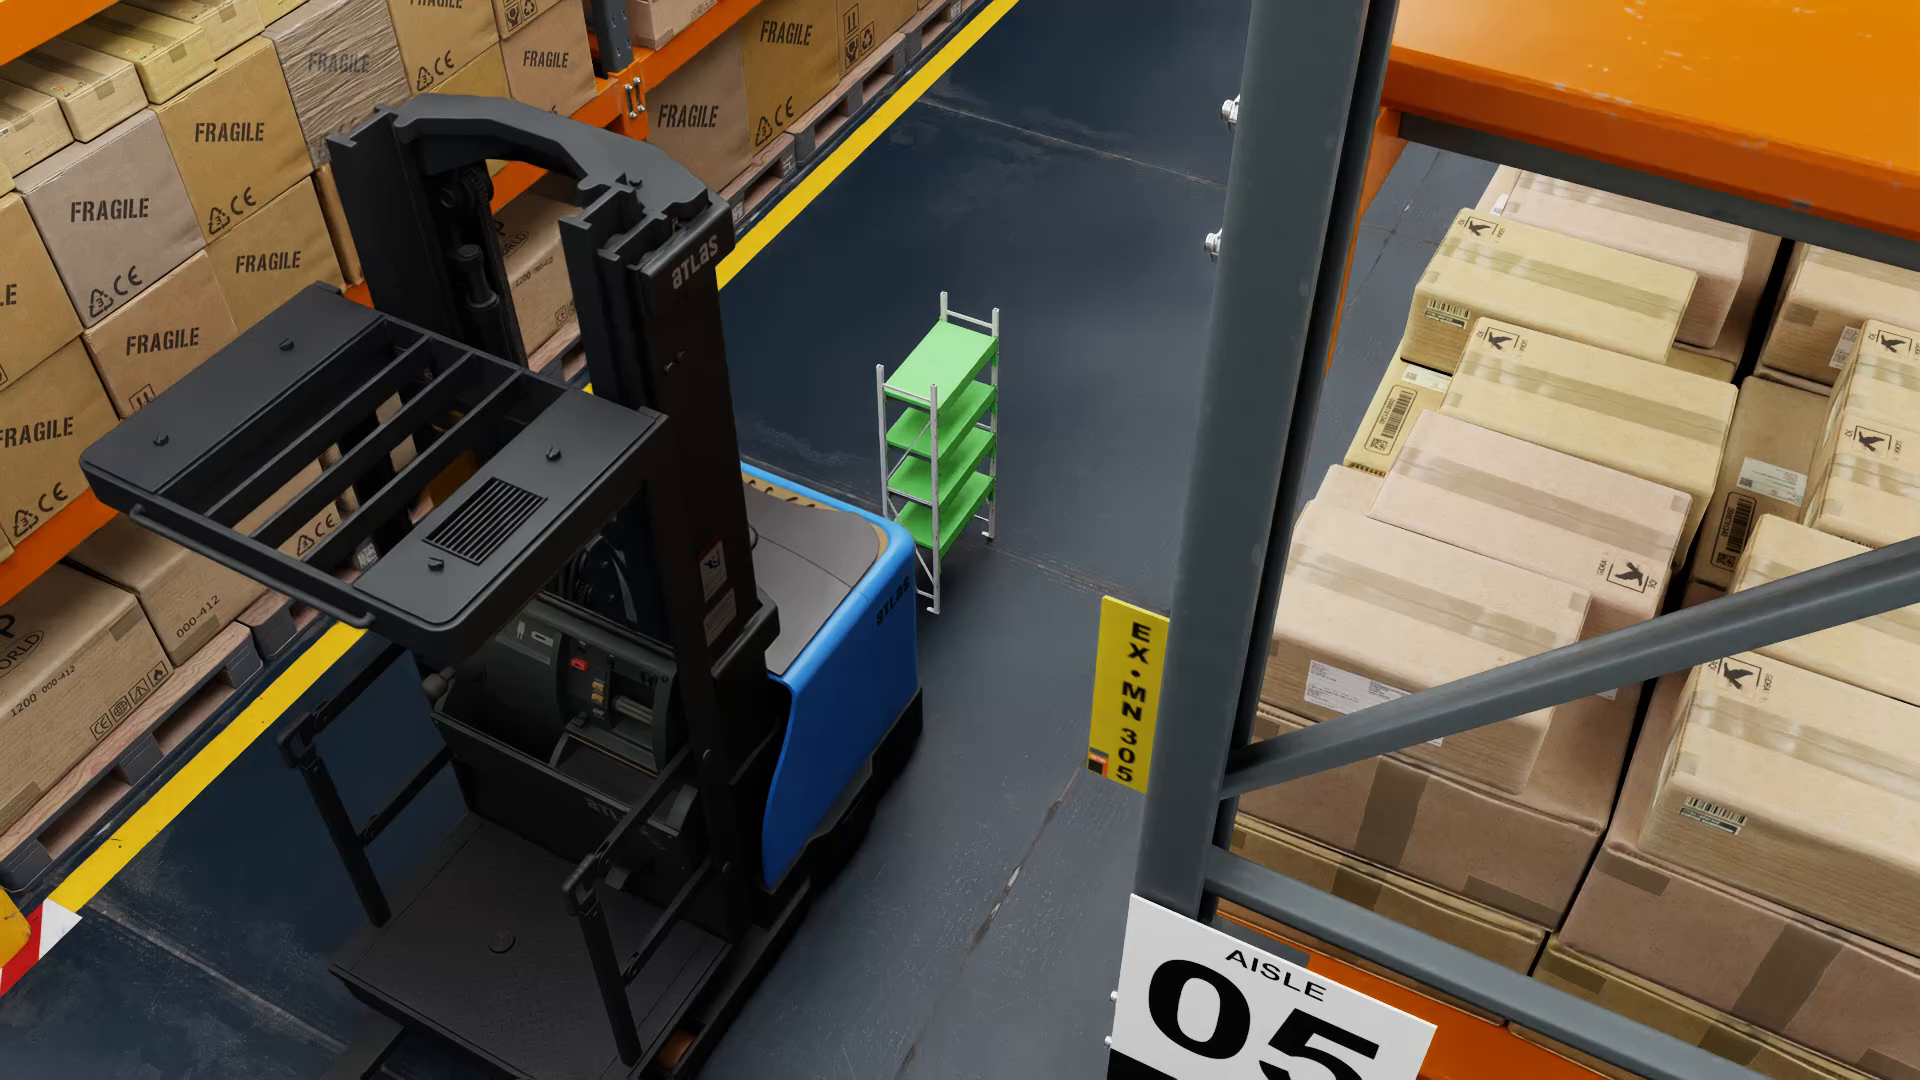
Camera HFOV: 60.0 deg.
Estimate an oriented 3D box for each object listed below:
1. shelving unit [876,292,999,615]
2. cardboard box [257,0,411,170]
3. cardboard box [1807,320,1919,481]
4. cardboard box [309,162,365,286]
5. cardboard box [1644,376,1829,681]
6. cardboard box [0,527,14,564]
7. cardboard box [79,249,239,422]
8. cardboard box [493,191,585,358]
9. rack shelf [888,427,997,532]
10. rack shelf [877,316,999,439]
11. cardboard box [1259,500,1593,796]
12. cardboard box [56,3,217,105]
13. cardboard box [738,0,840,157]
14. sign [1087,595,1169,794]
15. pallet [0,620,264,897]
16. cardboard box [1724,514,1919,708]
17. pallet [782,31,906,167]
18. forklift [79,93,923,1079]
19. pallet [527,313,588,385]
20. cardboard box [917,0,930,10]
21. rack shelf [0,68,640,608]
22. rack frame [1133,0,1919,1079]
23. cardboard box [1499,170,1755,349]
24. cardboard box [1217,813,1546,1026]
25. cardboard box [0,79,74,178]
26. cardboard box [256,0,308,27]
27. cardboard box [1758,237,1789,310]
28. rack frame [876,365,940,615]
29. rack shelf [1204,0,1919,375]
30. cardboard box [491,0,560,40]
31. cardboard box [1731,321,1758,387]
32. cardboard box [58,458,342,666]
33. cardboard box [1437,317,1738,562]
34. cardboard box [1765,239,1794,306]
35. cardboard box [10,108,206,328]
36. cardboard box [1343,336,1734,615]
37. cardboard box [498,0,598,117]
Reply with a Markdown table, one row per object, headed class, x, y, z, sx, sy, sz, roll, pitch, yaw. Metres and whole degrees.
| class | x | y | z | sx | sy | sz | roll | pitch | yaw |
| --- | --- | --- | --- | --- | --- | --- | --- | --- | --- |
| shelving unit | -0.077 | -0.317 | 6.500 | 0.258 | 1.200 | 0.503 | 20 | 49 | 19 |
| cardboard box | -2.330 | -1.692 | 5.820 | 0.500 | 0.500 | 0.500 | 21 | 49 | 20 |
| cardboard box | 1.480 | -0.145 | 2.429 | 0.380 | 0.149 | 0.250 | 21 | 49 | 20 |
| cardboard box | -2.328 | -1.346 | 6.181 | 0.500 | 0.500 | 0.500 | 20 | 49 | 18 |
| cardboard box | 1.365 | 0.059 | 2.508 | 0.500 | 0.250 | 0.500 | 20 | 49 | 19 |
| cardboard box | -3.264 | -0.057 | 4.907 | 0.500 | 0.500 | 0.500 | 20 | 49 | 19 |
| cardboard box | -2.802 | -0.700 | 5.542 | 0.500 | 0.500 | 0.500 | 20 | 49 | 19 |
| cardboard box | -2.271 | -1.221 | 7.634 | 0.875 | 0.438 | 0.875 | 20 | 49 | 19 |
| rack shelf | -0.077 | -0.273 | 6.546 | 0.258 | 0.148 | 0.480 | 20 | 49 | 19 |
| rack shelf | -0.077 | -0.610 | 6.204 | 0.258 | 0.148 | 0.480 | 20 | 49 | 19 |
| cardboard box | 0.584 | 0.132 | 2.155 | 0.380 | 0.149 | 0.250 | 20 | 49 | 19 |
| cardboard box | -2.574 | -1.525 | 5.198 | 0.380 | 0.149 | 0.250 | 19 | 48 | 18 |
| cardboard box | -1.255 | -2.724 | 8.812 | 0.875 | 0.875 | 0.875 | 22 | 49 | 20 |
| sign | 0.208 | 0.194 | 1.997 | 0.100 | 0.325 | 0.005 | 20 | 49 | 19 |
| pallet | -3.440 | 0.636 | 6.253 | 1.003 | 0.211 | 1.213 | 20 | 49 | 19 |
| cardboard box | 1.176 | 0.155 | 2.132 | 0.380 | 0.149 | 0.250 | 22 | 49 | 21 |
| pallet | -1.028 | -2.637 | 9.488 | 1.003 | 0.211 | 1.213 | 20 | 49 | 19 |
| forklift | -1.289 | 0.443 | 4.531 | 1.130 | 2.935 | 3.031 | 21 | 49 | 20 |
| pallet | -2.307 | -0.901 | 7.772 | 1.003 | 0.211 | 1.213 | 20 | 49 | 19 |
| cardboard box | -0.422 | -3.848 | 9.922 | 0.875 | 0.875 | 0.875 | 20 | 49 | 19 |
| rack shelf | -2.813 | -0.822 | 6.239 | 1.077 | 0.370 | 4.000 | 20 | 49 | 19 |
| rack frame | 0.690 | -0.353 | 1.052 | 1.000 | 3.000 | 0.127 | 20 | 49 | 19 |
| cardboard box | 1.101 | -0.495 | 2.775 | 0.380 | 0.149 | 0.250 | 19 | 48 | 18 |
| cardboard box | 0.667 | 0.380 | 2.541 | 0.500 | 0.250 | 0.500 | 19 | 48 | 18 |
| cardboard box | -2.869 | -1.231 | 4.908 | 0.380 | 0.149 | 0.250 | 21 | 49 | 19 |
| cardboard box | -2.395 | -1.866 | 5.535 | 0.380 | 0.149 | 0.250 | 19 | 48 | 18 |
| cardboard box | 1.399 | -0.754 | 3.311 | 0.500 | 0.250 | 0.500 | 18 | 48 | 17 |
| rack frame | -0.190 | -0.164 | 6.348 | 0.240 | 1.200 | 0.015 | 20 | 49 | 19 |
| rack shelf | 1.618 | -1.359 | 2.554 | 1.077 | 0.370 | 4.000 | 20 | 49 | 19 |
| cardboard box | -1.859 | -2.333 | 6.453 | 0.500 | 0.500 | 0.500 | 20 | 49 | 19 |
| cardboard box | 1.601 | -0.103 | 3.019 | 0.500 | 0.250 | 0.500 | 19 | 48 | 18 |
| cardboard box | -3.106 | -0.090 | 6.516 | 0.875 | 0.438 | 0.875 | 22 | 49 | 20 |
| cardboard box | 0.904 | -0.153 | 2.437 | 0.380 | 0.149 | 0.250 | 19 | 48 | 18 |
| cardboard box | 1.844 | -0.575 | 3.134 | 0.500 | 0.250 | 0.500 | 19 | 48 | 18 |
| cardboard box | -2.801 | -1.064 | 5.200 | 0.500 | 0.500 | 0.500 | 20 | 49 | 19 |
| cardboard box | 0.915 | -0.118 | 2.683 | 0.500 | 0.250 | 0.500 | 19 | 48 | 18 |
| cardboard box | -1.873 | -1.993 | 6.821 | 0.500 | 0.500 | 0.500 | 21 | 49 | 19 |
